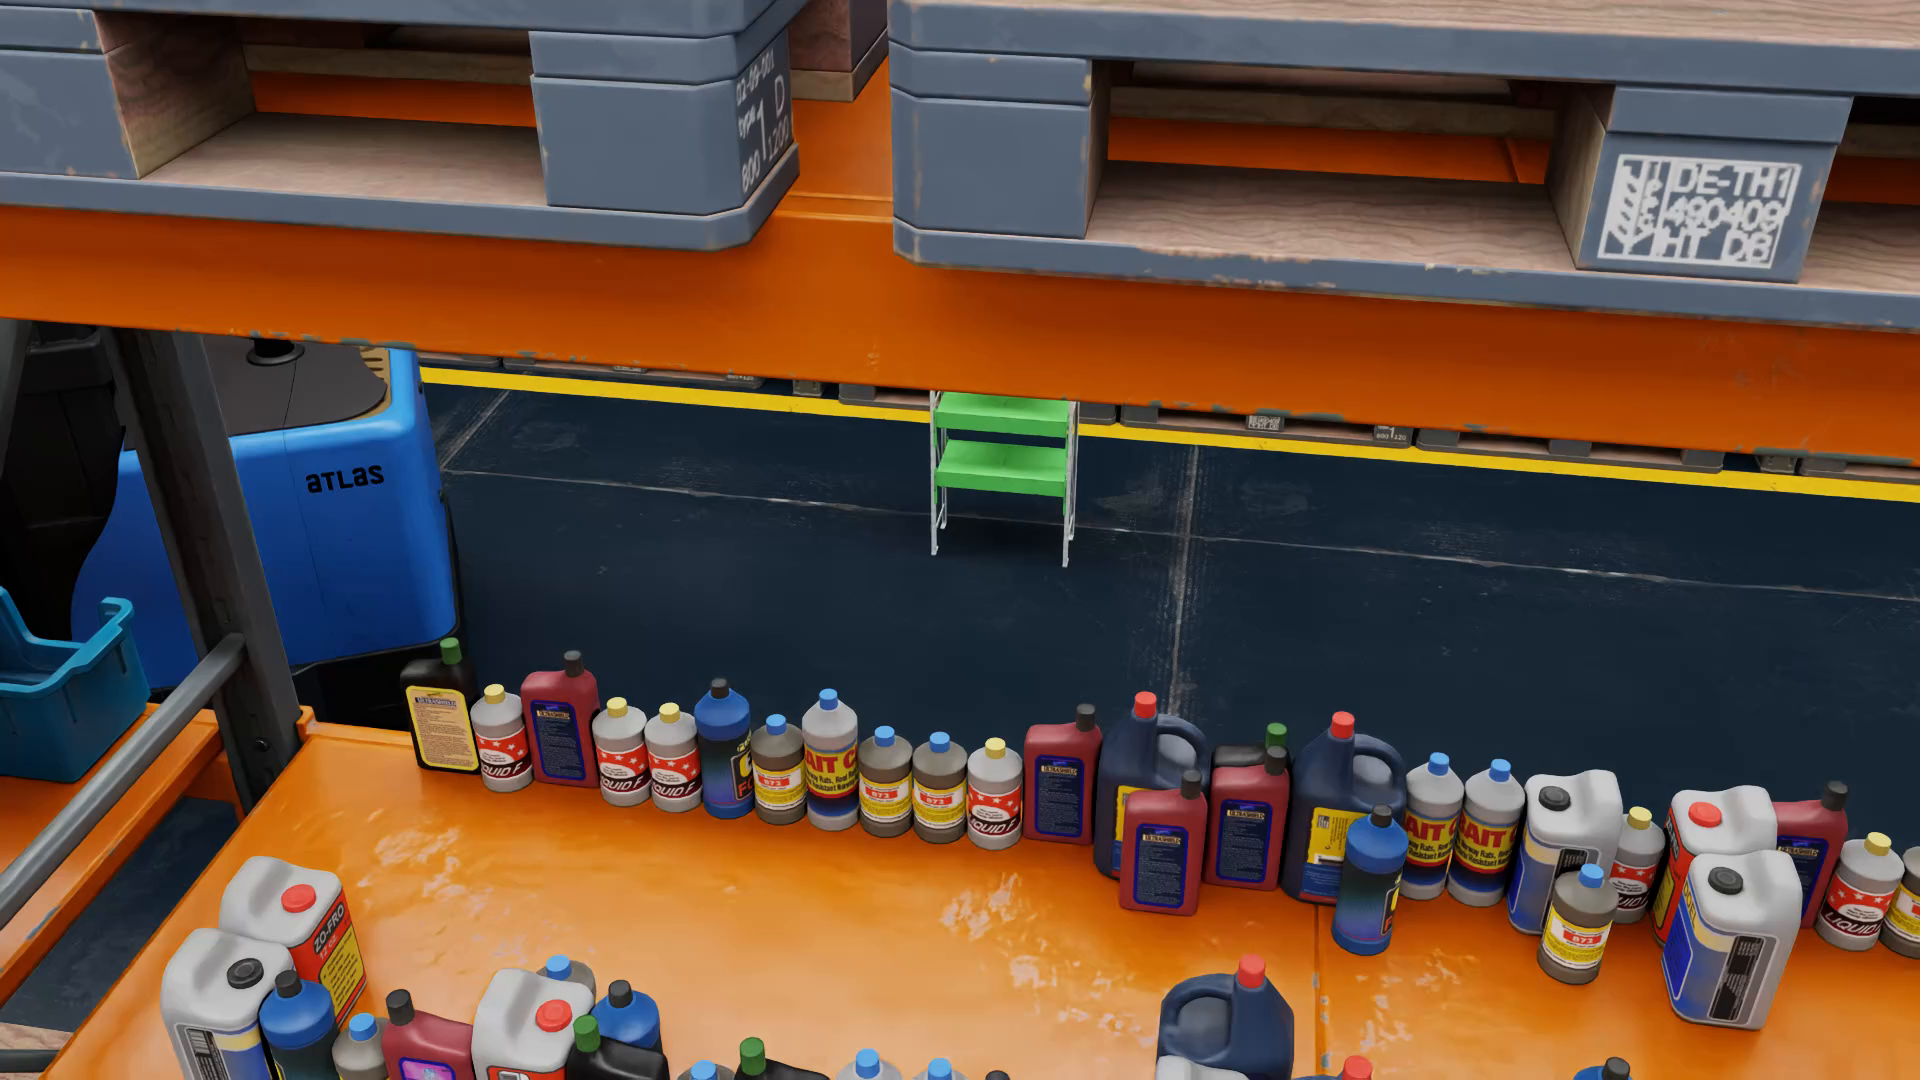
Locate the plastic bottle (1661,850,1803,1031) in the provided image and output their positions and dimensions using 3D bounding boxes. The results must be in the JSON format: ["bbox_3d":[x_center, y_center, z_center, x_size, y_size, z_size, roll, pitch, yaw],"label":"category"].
[{"bbox_3d":[1.193,0.604,2.575,0.135,0.276,0.152,5,32,8],"label":"plastic bottle"}]

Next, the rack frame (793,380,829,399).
[{"bbox_3d":[-0.582,-2.153,6.862,0.127,3.000,1.000,5,32,8],"label":"rack frame"}]

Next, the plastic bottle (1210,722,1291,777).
[{"bbox_3d":[0.491,0.430,2.845,0.133,0.283,0.061,5,32,8],"label":"plastic bottle"}]

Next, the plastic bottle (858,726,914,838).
[{"bbox_3d":[-0.131,0.419,2.941,0.097,0.201,0.097,0,32,0],"label":"plastic bottle"}]

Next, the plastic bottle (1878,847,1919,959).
[{"bbox_3d":[1.565,0.572,2.696,0.097,0.201,0.097,0,32,0],"label":"plastic bottle"}]

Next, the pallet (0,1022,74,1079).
[{"bbox_3d":[-2.177,1.530,3.606,1.213,0.211,1.003,5,32,8],"label":"pallet"}]

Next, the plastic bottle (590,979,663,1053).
[{"bbox_3d":[-0.471,0.734,2.371,0.097,0.271,0.097,0,32,0],"label":"plastic bottle"}]

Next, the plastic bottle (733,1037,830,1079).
[{"bbox_3d":[-0.239,0.792,2.267,0.133,0.283,0.061,5,32,8],"label":"plastic bottle"}]

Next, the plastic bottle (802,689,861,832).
[{"bbox_3d":[-0.227,0.380,2.936,0.097,0.271,0.097,0,32,0],"label":"plastic bottle"}]

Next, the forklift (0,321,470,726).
[{"bbox_3d":[-3.151,-0.695,4.597,3.031,2.935,1.130,-9,33,-15],"label":"forklift"}]

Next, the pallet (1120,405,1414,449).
[{"bbox_3d":[1.346,-0.774,7.288,1.213,0.211,1.003,5,32,8],"label":"pallet"}]

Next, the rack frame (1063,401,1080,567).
[{"bbox_3d":[0.404,-0.472,5.873,0.015,1.200,0.240,5,32,8],"label":"rack frame"}]

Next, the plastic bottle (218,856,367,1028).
[{"bbox_3d":[-1.022,0.618,2.552,0.135,0.276,0.152,5,32,8],"label":"plastic bottle"}]

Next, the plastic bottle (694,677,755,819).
[{"bbox_3d":[-0.419,0.363,2.964,0.097,0.271,0.097,0,32,0],"label":"plastic bottle"}]

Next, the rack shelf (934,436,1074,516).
[{"bbox_3d":[0.163,-0.236,6.069,0.480,0.148,0.258,5,32,8],"label":"rack shelf"}]

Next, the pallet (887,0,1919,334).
[{"bbox_3d":[0.616,-0.515,1.597,1.213,0.211,1.003,5,32,8],"label":"pallet"}]

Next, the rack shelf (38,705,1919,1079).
[{"bbox_3d":[0.552,0.921,2.629,4.000,0.370,1.077,5,32,8],"label":"rack shelf"}]

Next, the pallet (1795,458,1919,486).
[{"bbox_3d":[4.037,-0.552,6.933,1.213,0.211,1.003,5,32,8],"label":"pallet"}]

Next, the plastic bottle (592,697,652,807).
[{"bbox_3d":[-0.611,0.375,3.011,0.097,0.201,0.097,0,32,0],"label":"plastic bottle"}]

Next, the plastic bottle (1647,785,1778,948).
[{"bbox_3d":[1.219,0.524,2.703,0.135,0.276,0.152,5,32,8],"label":"plastic bottle"}]

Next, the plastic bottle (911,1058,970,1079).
[{"bbox_3d":[-0.027,0.807,2.255,0.097,0.271,0.097,0,32,0],"label":"plastic bottle"}]

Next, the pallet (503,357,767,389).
[{"bbox_3d":[-1.387,-1.065,7.752,1.213,0.211,1.003,5,32,8],"label":"pallet"}]

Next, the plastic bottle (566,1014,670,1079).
[{"bbox_3d":[-0.467,0.772,2.300,0.133,0.283,0.061,5,32,8],"label":"plastic bottle"}]

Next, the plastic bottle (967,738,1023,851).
[{"bbox_3d":[0.061,0.436,2.913,0.097,0.201,0.097,0,32,0],"label":"plastic bottle"}]

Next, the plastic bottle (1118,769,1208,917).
[{"bbox_3d":[0.336,0.494,2.744,0.133,0.283,0.061,5,32,8],"label":"plastic bottle"}]

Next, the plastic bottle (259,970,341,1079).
[{"bbox_3d":[-0.938,0.724,2.387,0.097,0.271,0.097,0,32,0],"label":"plastic bottle"}]

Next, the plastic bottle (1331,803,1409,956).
[{"bbox_3d":[0.664,0.539,2.684,0.097,0.271,0.097,0,32,0],"label":"plastic bottle"}]

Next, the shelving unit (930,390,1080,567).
[{"bbox_3d":[0.163,-0.494,5.908,0.503,1.200,0.258,5,32,8],"label":"shelving unit"}]

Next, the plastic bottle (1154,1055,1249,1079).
[{"bbox_3d":[0.320,0.822,2.227,0.135,0.276,0.152,5,32,8],"label":"plastic bottle"}]

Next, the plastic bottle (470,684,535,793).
[{"bbox_3d":[-0.838,0.355,3.043,0.097,0.201,0.097,0,32,0],"label":"plastic bottle"}]

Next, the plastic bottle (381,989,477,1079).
[{"bbox_3d":[-0.731,0.748,2.338,0.133,0.283,0.061,5,32,8],"label":"plastic bottle"}]

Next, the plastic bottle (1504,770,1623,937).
[{"bbox_3d":[0.990,0.503,2.736,0.135,0.276,0.152,5,32,8],"label":"plastic bottle"}]

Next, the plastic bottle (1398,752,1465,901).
[{"bbox_3d":[0.784,0.472,2.790,0.097,0.271,0.097,0,32,0],"label":"plastic bottle"}]

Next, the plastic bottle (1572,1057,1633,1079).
[{"bbox_3d":[0.865,0.806,2.257,0.097,0.271,0.097,0,32,0],"label":"plastic bottle"}]
